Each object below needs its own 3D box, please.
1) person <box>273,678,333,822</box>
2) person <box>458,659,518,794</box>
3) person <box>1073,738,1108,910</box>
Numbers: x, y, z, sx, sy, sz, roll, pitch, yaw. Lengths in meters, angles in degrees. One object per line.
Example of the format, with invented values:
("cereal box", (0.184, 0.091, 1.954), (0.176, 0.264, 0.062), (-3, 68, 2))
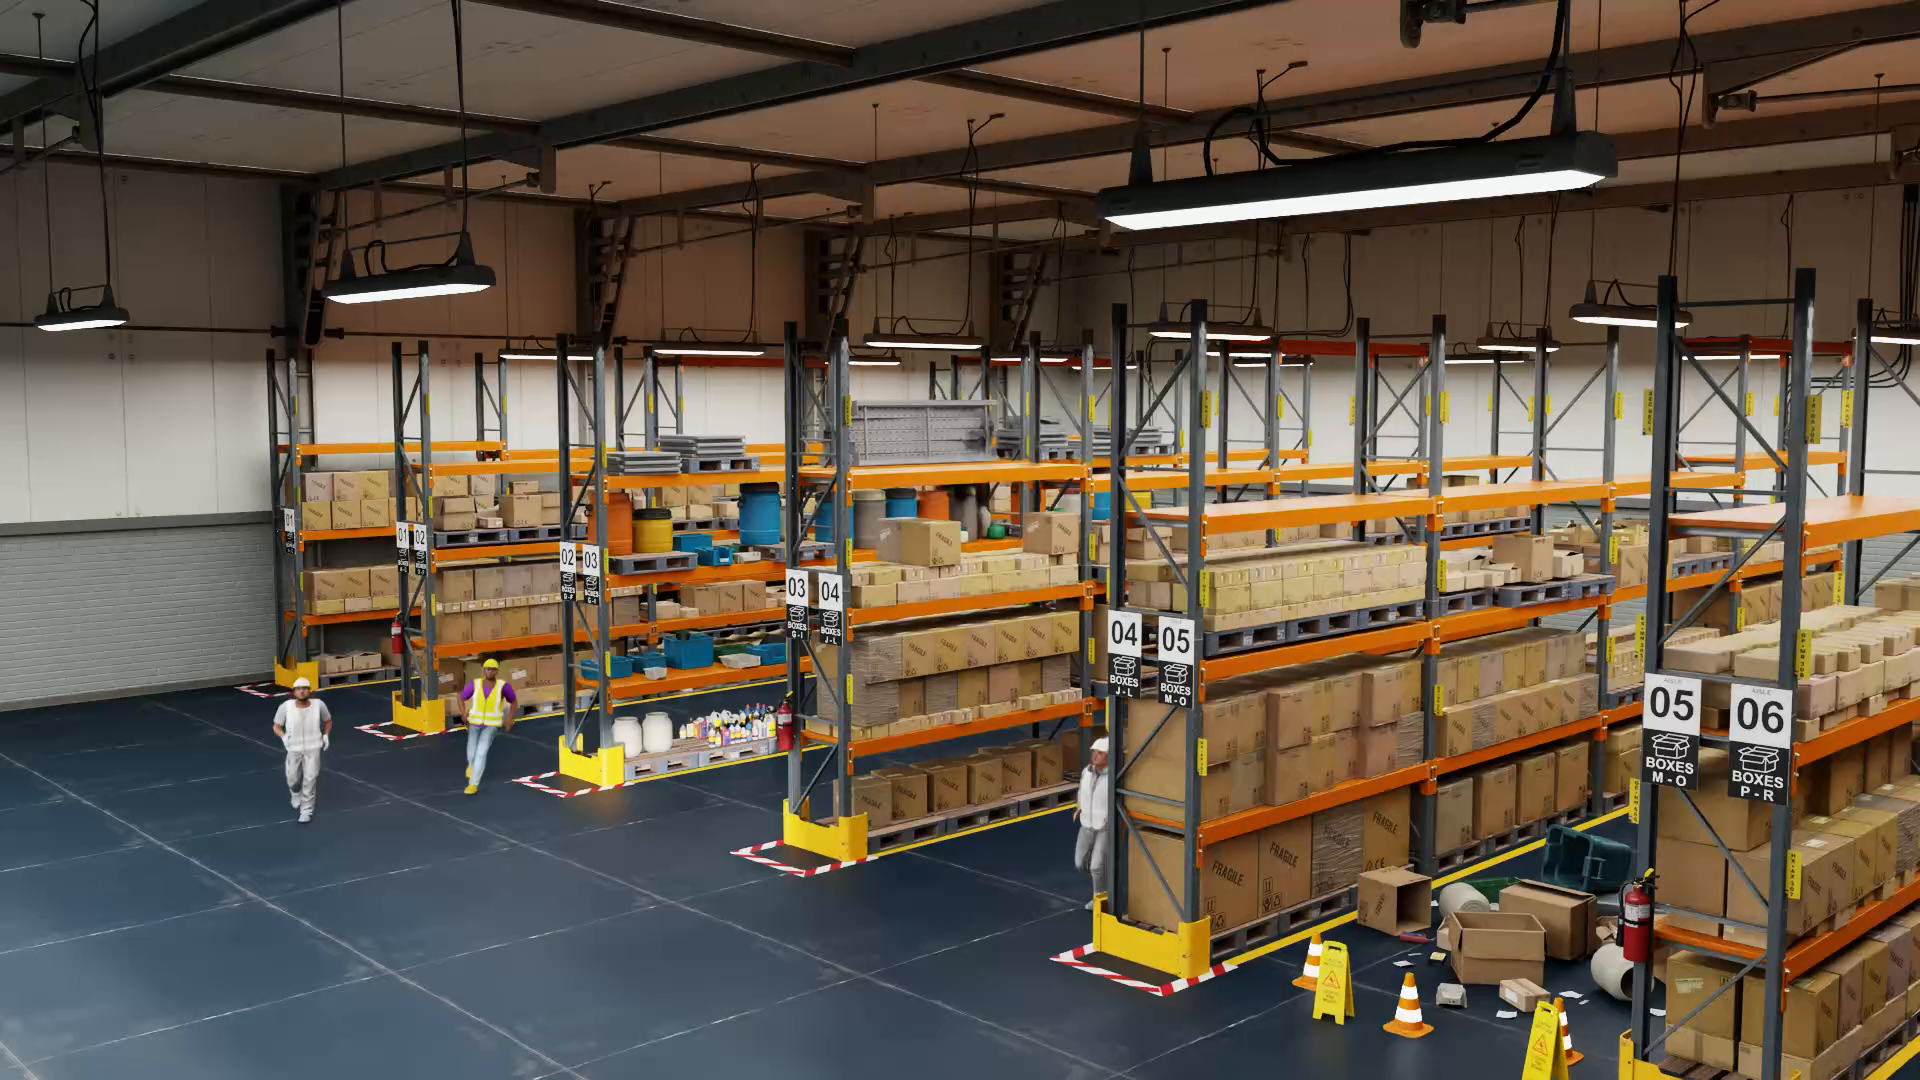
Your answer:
("person", (-8.009, 2.540, 20.296), (0.678, 1.742, 0.674), (-2, 5, -22))
("person", (-6.220, 2.419, 21.863), (0.761, 1.715, 0.830), (-1, 5, -7))
("person", (1.434, 2.853, 16.761), (0.647, 1.727, 0.580), (4, 6, 37))
